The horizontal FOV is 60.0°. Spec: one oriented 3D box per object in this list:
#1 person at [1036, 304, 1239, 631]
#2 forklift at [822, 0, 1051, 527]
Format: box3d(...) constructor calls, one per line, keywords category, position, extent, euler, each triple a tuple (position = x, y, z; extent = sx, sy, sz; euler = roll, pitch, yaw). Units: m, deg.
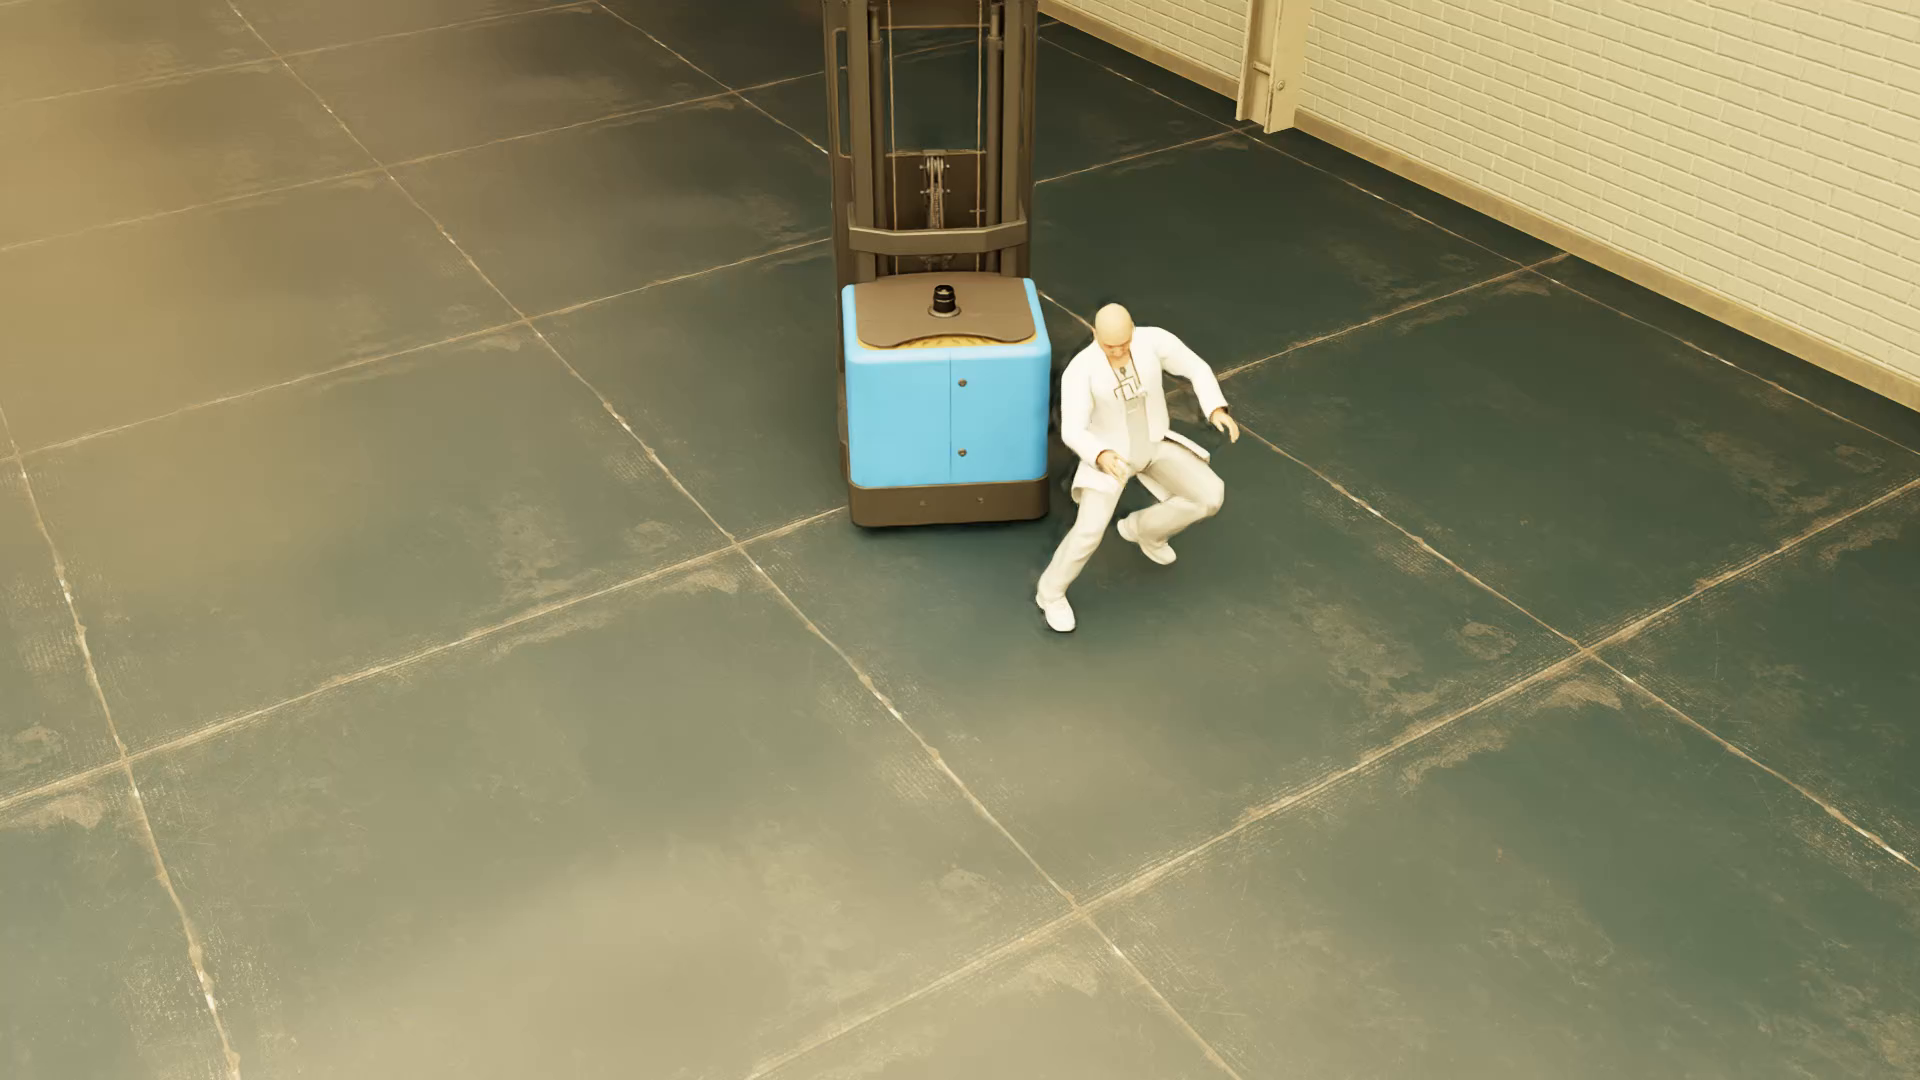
box3d(category="person", position=(0.817, -0.346, 7.852), extent=(0.898, 1.533, 0.825), euler=(-10, 36, -13))
box3d(category="forklift", position=(-0.173, -2.096, 9.131), extent=(1.130, 2.935, 3.031), euler=(-3, 35, -4))
